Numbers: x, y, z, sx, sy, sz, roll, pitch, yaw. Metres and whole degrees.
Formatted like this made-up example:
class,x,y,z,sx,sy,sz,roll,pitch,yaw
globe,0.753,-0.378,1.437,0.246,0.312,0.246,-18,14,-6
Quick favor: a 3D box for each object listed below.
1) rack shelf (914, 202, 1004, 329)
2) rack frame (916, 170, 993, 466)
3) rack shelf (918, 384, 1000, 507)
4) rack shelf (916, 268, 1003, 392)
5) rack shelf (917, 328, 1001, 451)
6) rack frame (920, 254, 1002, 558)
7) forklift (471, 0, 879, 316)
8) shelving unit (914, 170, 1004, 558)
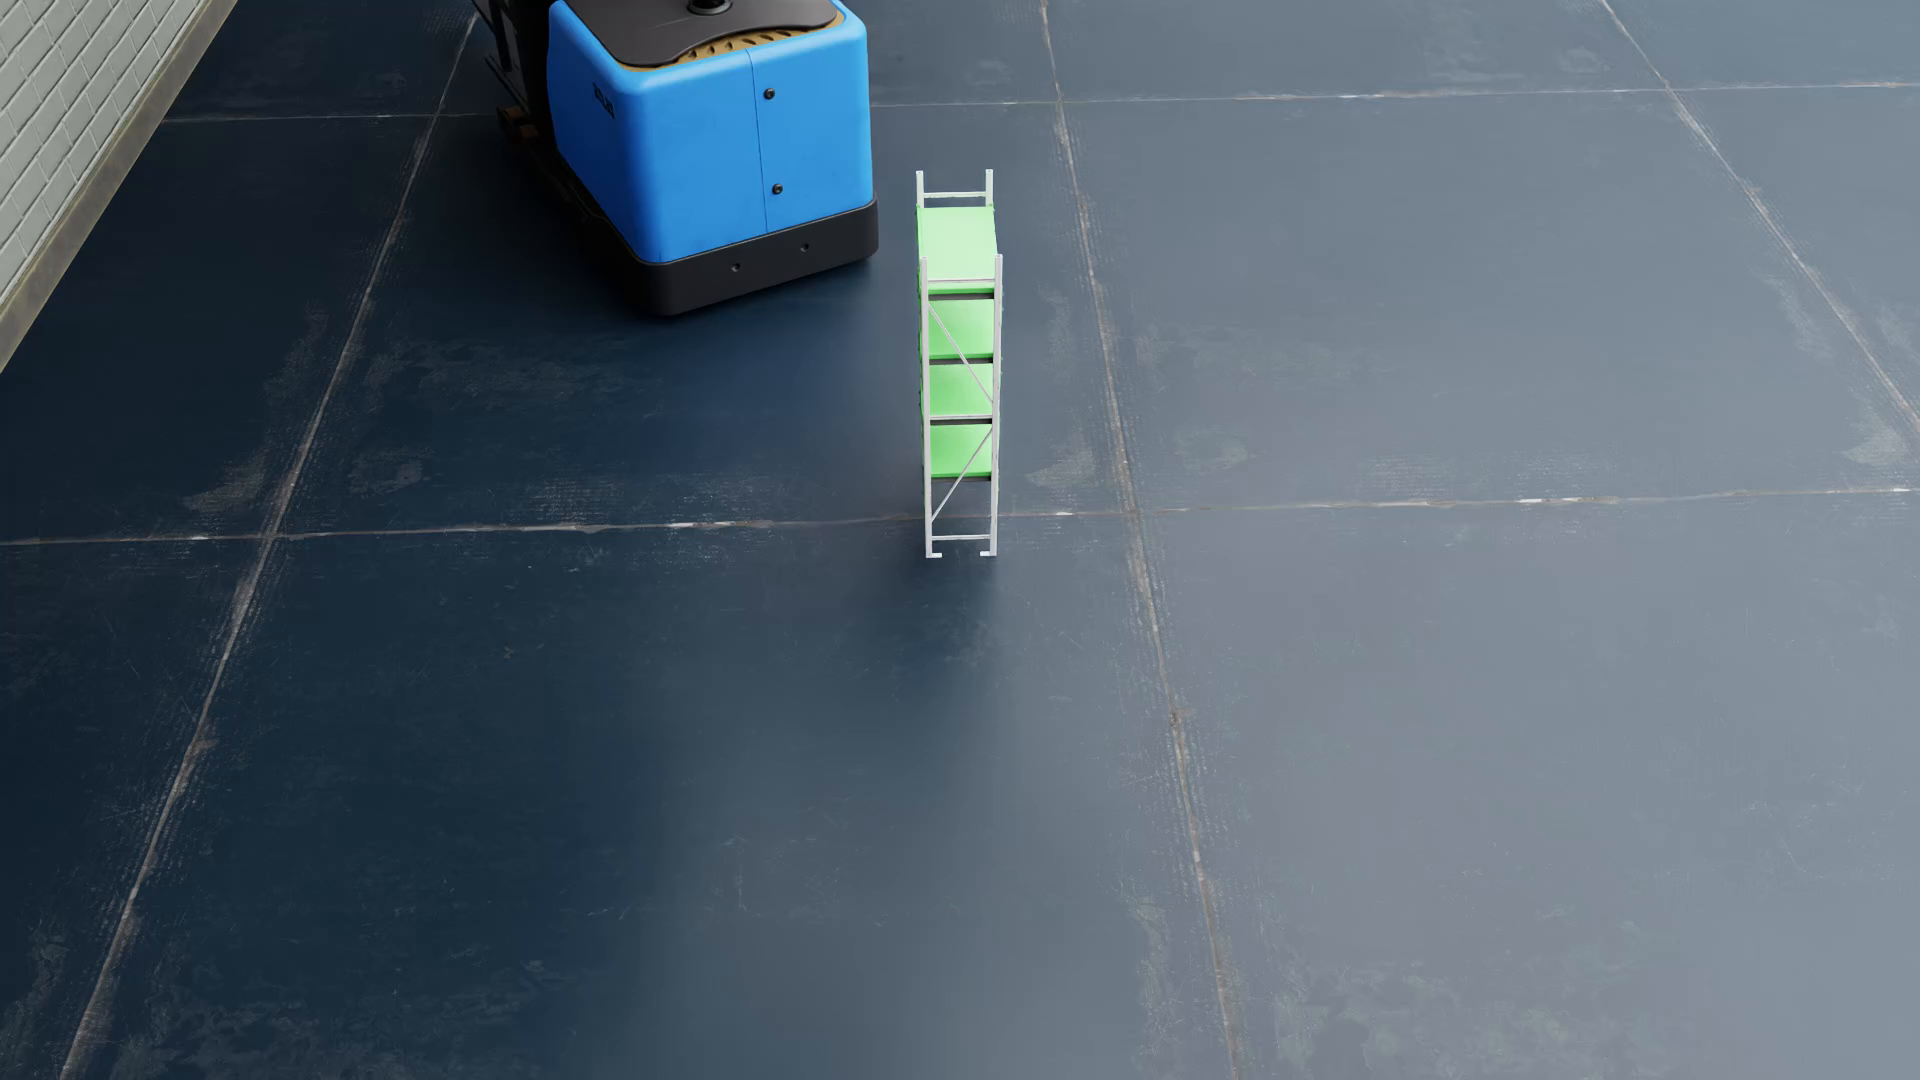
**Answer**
class,x,y,z,sx,sy,sz,roll,pitch,yaw
rack shelf,-0.007,-0.861,5.185,0.258,0.148,0.480,-2,43,-2
rack frame,-0.017,-0.719,5.646,0.240,1.200,0.015,-2,43,-2
rack shelf,-0.007,-0.330,5.672,0.258,0.148,0.480,-2,43,-2
rack shelf,-0.007,-0.684,5.347,0.258,0.148,0.480,-2,43,-2
rack shelf,-0.007,-0.507,5.510,0.258,0.148,0.480,-2,43,-2
rack frame,0.003,-0.389,5.287,0.240,1.200,0.015,-2,43,-2
forklift,-1.495,-2.958,6.808,1.130,2.935,3.031,-21,46,-21
shelving unit,-0.007,-0.554,5.466,0.258,1.200,0.503,-2,43,-2
